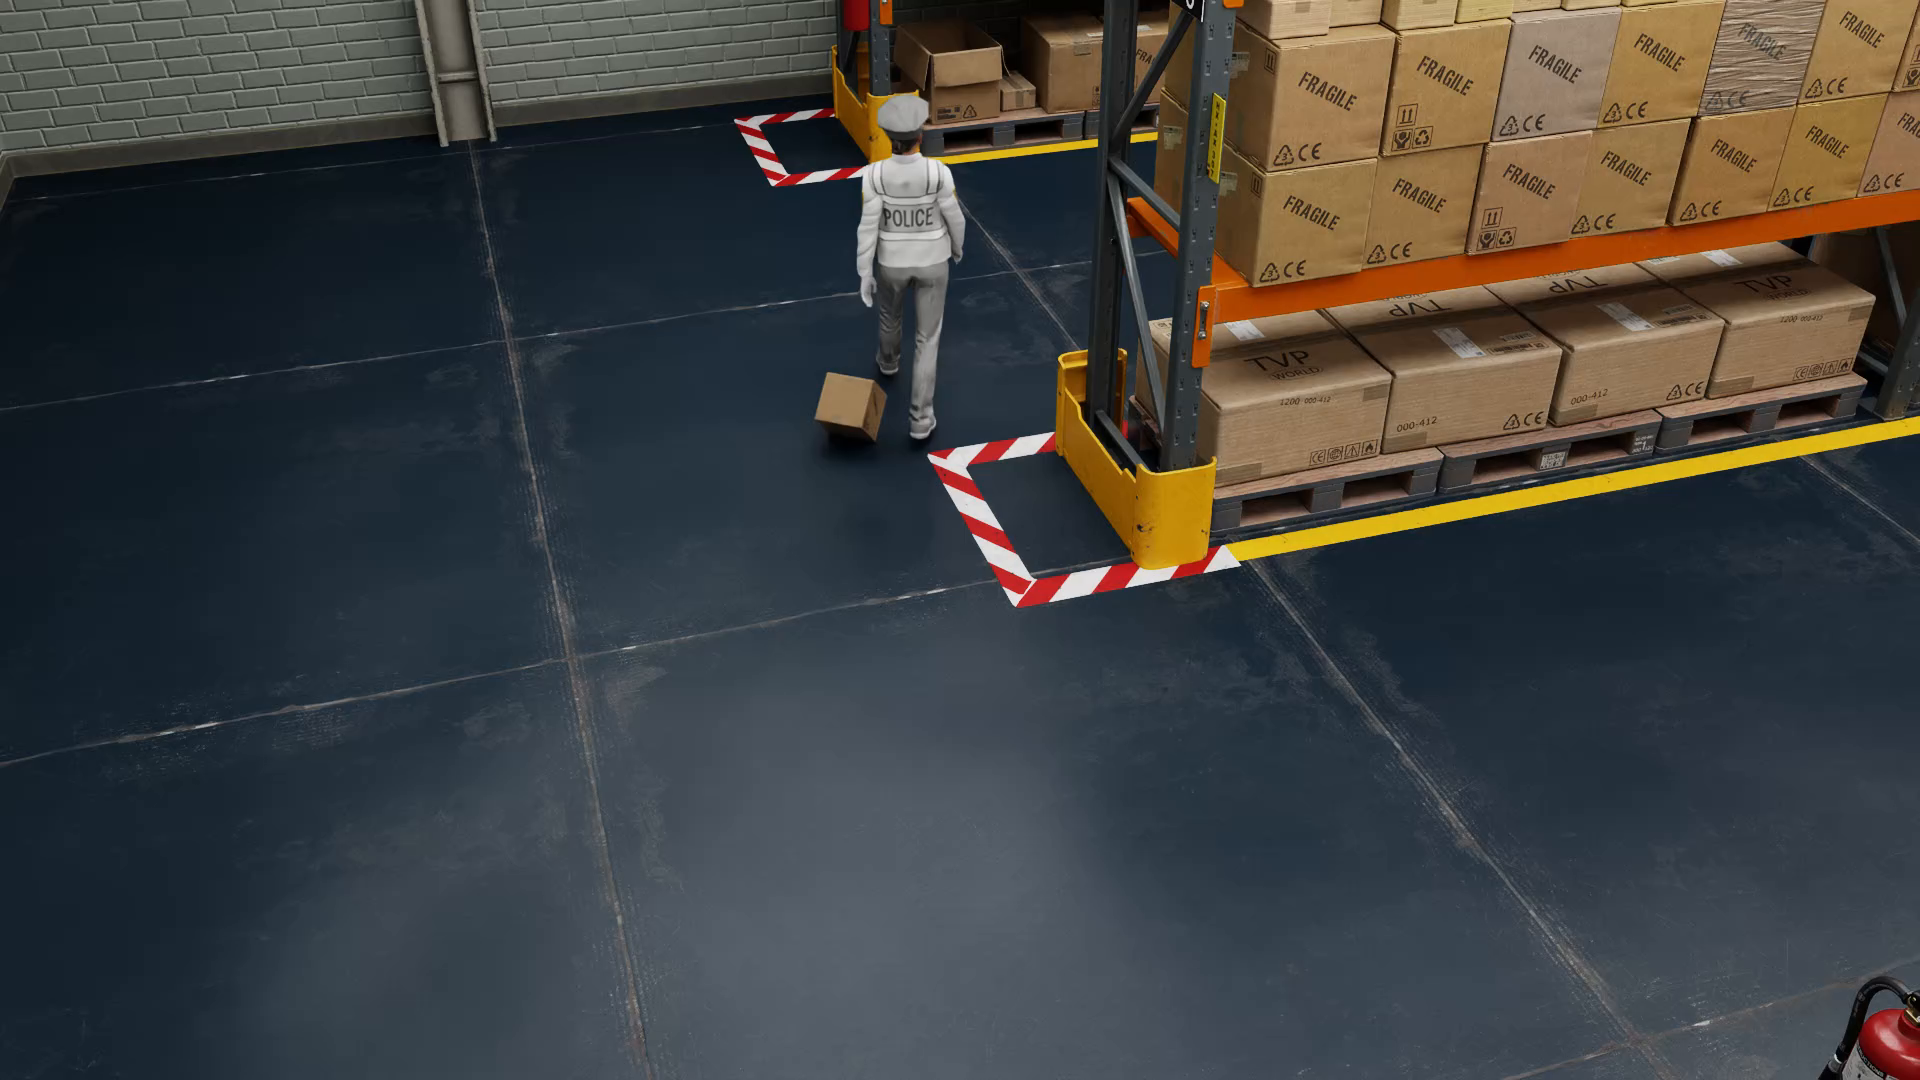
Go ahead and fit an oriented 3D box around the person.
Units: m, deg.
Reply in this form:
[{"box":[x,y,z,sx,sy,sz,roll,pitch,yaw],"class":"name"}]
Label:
[{"box":[-0.230,-1.413,8.191,0.523,1.627,0.974,3,34,4],"class":"person"}]
